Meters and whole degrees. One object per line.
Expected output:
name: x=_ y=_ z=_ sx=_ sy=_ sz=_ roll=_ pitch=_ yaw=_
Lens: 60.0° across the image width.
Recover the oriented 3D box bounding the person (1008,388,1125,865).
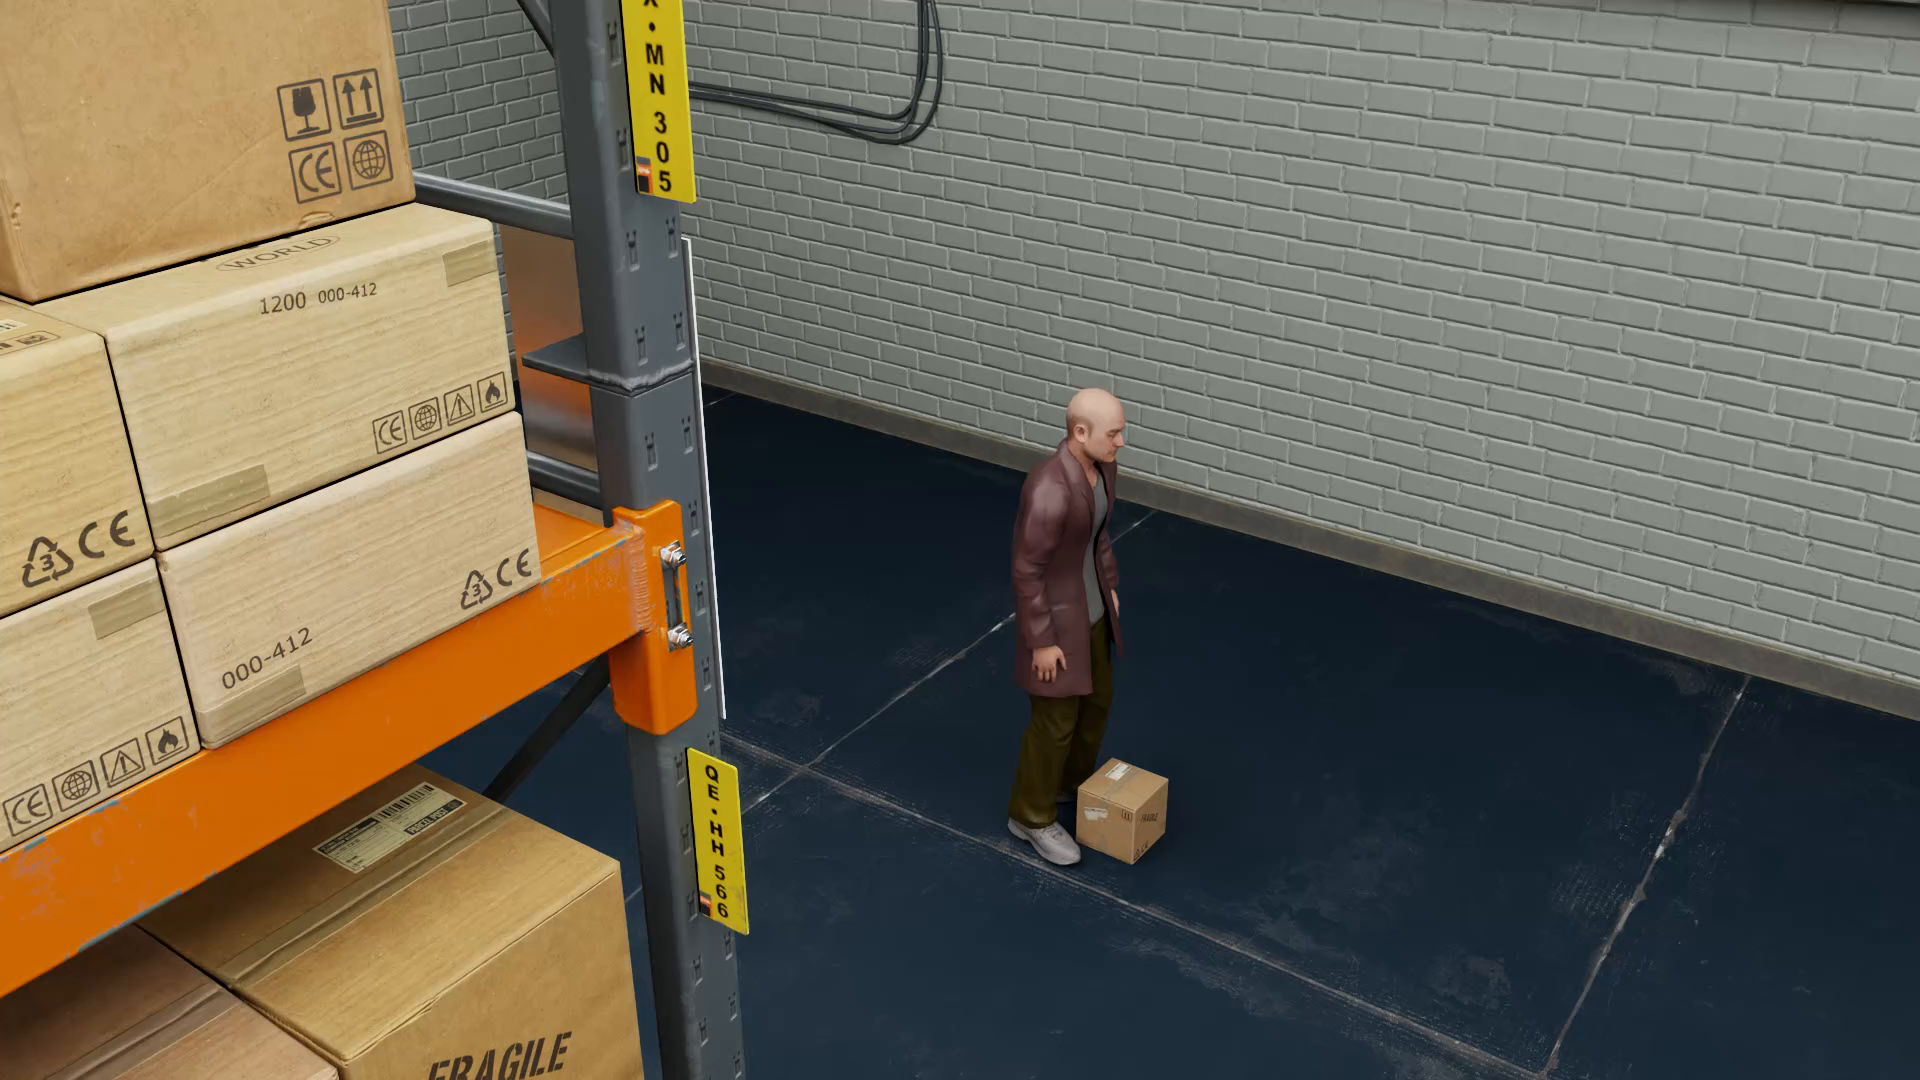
person: x=0.409 y=0.279 z=6.077 sx=0.429 sy=1.772 sz=0.647 roll=15 pitch=30 yaw=27
